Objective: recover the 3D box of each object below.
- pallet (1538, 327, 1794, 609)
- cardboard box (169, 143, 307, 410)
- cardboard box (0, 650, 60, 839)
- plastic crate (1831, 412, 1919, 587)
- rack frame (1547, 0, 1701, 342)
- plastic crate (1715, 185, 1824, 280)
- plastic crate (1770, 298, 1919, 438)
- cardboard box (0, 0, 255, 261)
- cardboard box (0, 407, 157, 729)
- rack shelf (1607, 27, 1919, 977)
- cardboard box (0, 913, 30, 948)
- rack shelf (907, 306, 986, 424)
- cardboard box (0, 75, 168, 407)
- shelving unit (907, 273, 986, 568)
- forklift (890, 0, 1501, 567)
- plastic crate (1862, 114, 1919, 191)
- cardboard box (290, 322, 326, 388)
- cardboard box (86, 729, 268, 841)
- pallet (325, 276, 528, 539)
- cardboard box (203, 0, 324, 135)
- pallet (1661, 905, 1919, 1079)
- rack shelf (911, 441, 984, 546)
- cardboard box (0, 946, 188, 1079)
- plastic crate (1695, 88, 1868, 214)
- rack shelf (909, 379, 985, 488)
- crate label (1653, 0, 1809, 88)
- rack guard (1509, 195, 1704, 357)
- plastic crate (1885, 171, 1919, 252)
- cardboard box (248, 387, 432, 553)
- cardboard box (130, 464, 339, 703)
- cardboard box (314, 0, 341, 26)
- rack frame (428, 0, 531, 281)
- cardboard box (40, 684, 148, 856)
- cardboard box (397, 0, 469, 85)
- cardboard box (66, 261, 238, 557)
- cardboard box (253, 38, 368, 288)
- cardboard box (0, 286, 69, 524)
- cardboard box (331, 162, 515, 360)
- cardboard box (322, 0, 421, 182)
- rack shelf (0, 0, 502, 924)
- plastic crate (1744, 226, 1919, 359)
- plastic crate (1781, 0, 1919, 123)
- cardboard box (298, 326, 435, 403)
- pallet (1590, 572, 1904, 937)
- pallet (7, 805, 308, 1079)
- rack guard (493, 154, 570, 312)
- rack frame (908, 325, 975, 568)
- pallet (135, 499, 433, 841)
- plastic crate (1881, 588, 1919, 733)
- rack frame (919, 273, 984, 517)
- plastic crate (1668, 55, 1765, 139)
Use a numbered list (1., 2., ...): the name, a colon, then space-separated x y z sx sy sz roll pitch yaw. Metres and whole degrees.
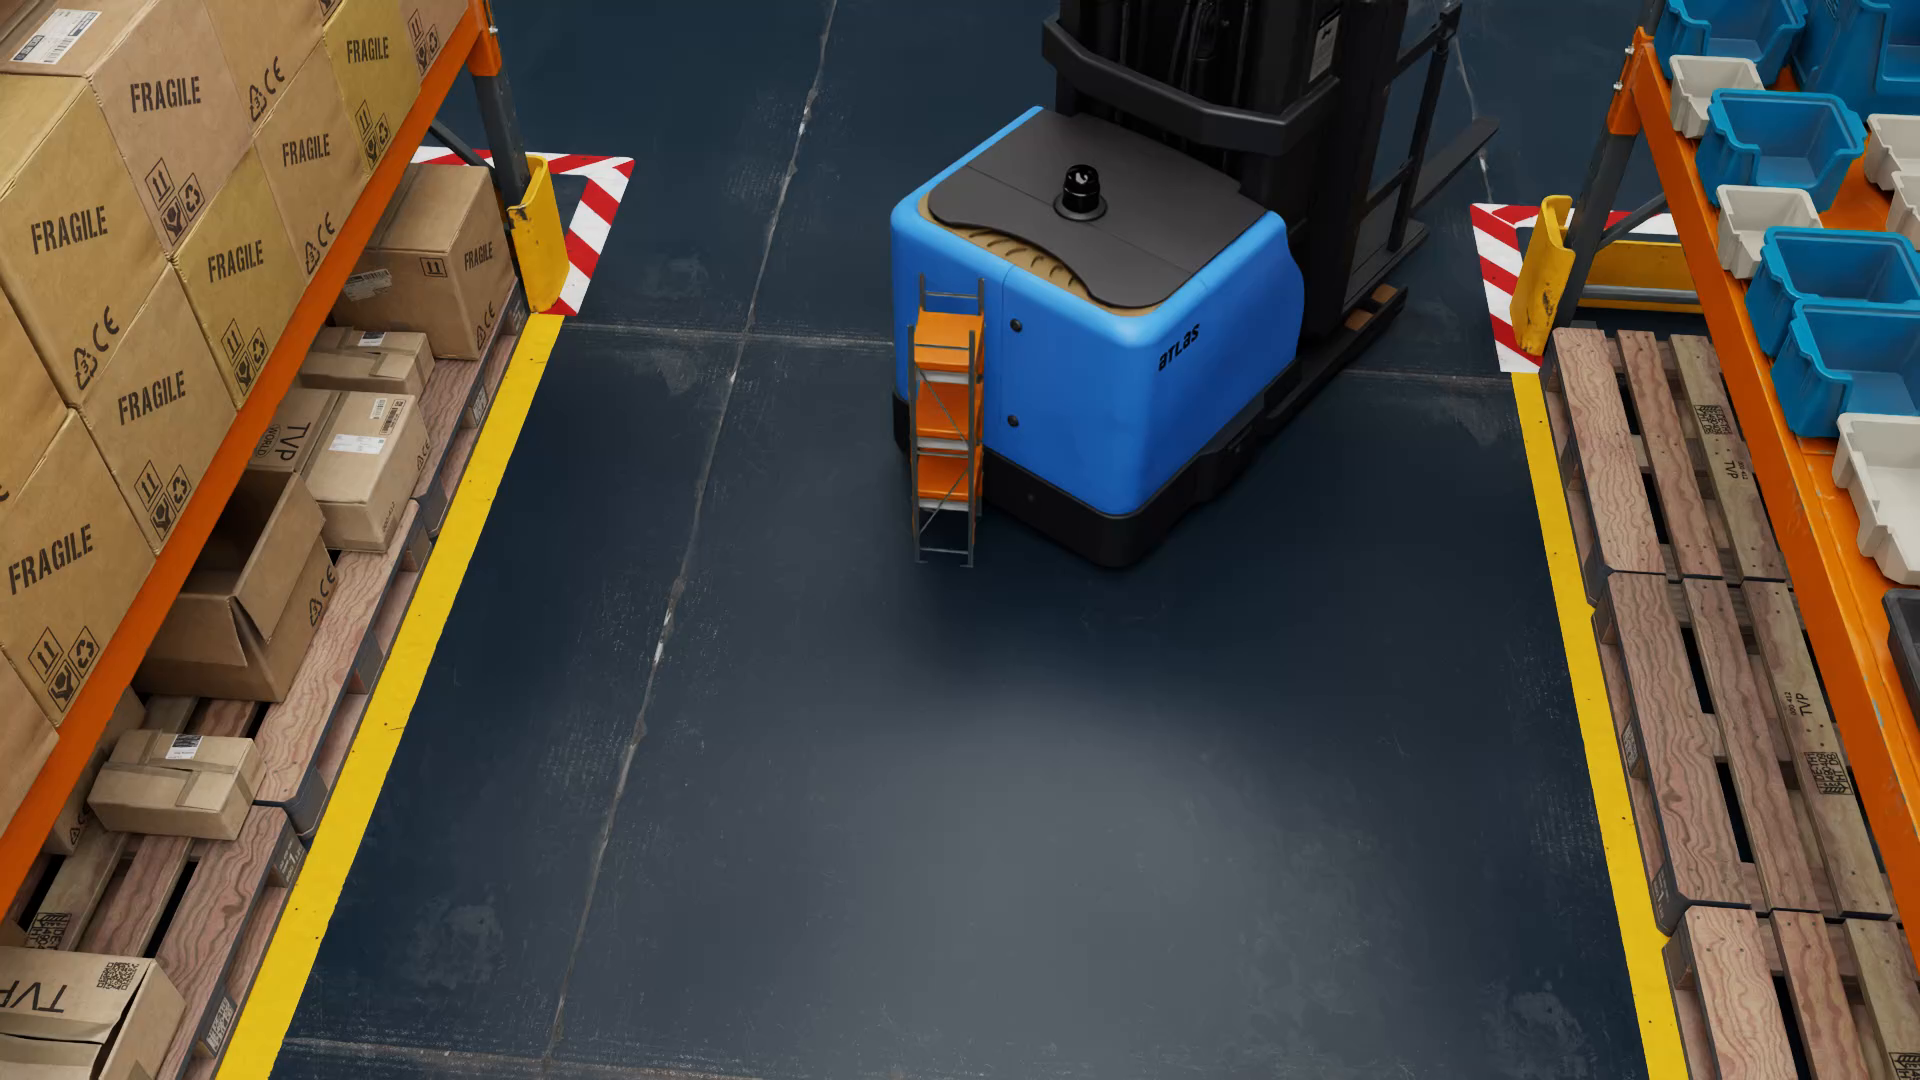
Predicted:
1. pallet: 2.647 -0.249 5.835 1.003 0.211 1.213 4 48 4
2. cardboard box: -2.082 -0.698 4.288 0.500 0.500 0.500 3 48 3
3. cardboard box: -2.218 0.420 3.265 0.500 0.500 0.500 5 48 5
4. plastic crate: 2.256 -0.085 3.933 0.293 0.136 0.466 4 48 4
5. rack frame: 2.761 -1.794 5.358 1.000 3.000 0.127 4 48 4
6. plastic crate: 2.237 -0.837 4.621 0.250 0.136 0.298 4 48 4
7. plastic crate: 2.263 -0.410 4.165 0.416 0.233 0.300 4 48 4
8. cardboard box: -2.073 -1.025 3.909 0.500 0.500 0.500 5 48 5
9. cardboard box: -2.175 0.043 3.610 0.500 0.500 0.500 5 48 4
10. rack shelf: 2.579 -0.081 4.279 1.077 0.370 4.000 4 48 4
11. cardboard box: -2.767 1.067 4.137 0.500 0.500 0.500 4 48 4
12. rack shelf: -0.040 -0.543 5.165 0.215 0.259 0.240 5 48 5
13. cardboard box: -2.119 -0.645 3.562 0.500 0.500 0.500 3 48 2
14. shelving unit: -0.040 -0.359 5.366 0.215 1.050 0.252 5 48 5
15. forklift: 1.086 -1.925 5.525 1.130 2.935 3.031 31 55 25
16. plastic crate: 2.867 -1.113 4.874 0.396 0.136 0.243 4 48 4
17. cardboard box: -2.549 -0.602 5.833 0.500 0.250 0.500 4 48 4
18. cardboard box: -2.213 0.687 4.710 0.380 0.166 0.250 4 48 4
19. pallet: -2.250 -0.546 6.107 1.003 0.211 1.213 4 48 4
20. cardboard box: -2.026 -1.402 4.255 0.500 0.500 0.500 5 48 5
21. pallet: 2.425 1.544 4.195 1.003 0.211 1.213 4 48 4
22. rack shelf: -0.040 -0.164 5.579 0.215 0.259 0.240 5 48 5
23. cardboard box: -2.282 1.275 4.075 0.500 0.311 0.500 4 48 4
24. plastic crate: 2.351 -1.114 4.809 0.416 0.233 0.300 4 48 4
25. rack shelf: -0.040 -0.352 5.374 0.215 0.259 0.240 5 48 5
26. crate label: 2.411 -1.598 5.252 0.416 0.233 0.303 4 48 4
27. rack guard: 2.750 -0.968 6.297 1.175 0.500 0.348 4 48 4
28. plastic crate: 2.826 -0.901 4.680 0.396 0.136 0.243 4 48 4
29. cardboard box: -2.092 -0.238 5.500 0.500 0.250 0.500 4 48 4
30. cardboard box: -2.370 0.123 4.998 0.797 0.503 0.637 4 48 4
31. cardboard box: -1.983 -1.784 4.603 0.500 0.500 0.500 5 48 5
32. rack frame: -2.172 -2.129 5.665 1.000 3.000 0.127 4 48 4
33. cardboard box: -2.698 0.580 4.711 0.500 0.311 0.500 4 48 4
34. cardboard box: -1.941 -1.816 5.310 0.500 0.500 0.500 5 48 5
35. cardboard box: -2.127 -0.324 3.946 0.500 0.500 0.500 4 48 3
36. cardboard box: -2.036 -1.068 4.626 0.500 0.500 0.500 4 48 4
37. cardboard box: -2.166 -0.268 3.217 0.500 0.500 0.500 3 48 2
38. cardboard box: -1.976 -1.018 6.044 0.500 0.500 0.500 4 48 4
39. cardboard box: -1.985 -1.434 4.961 0.500 0.500 0.500 4 48 4
40. rack shelf: -2.354 -0.417 4.586 1.077 0.370 4.000 4 48 4
41. plastic crate: 2.291 -0.630 4.367 0.416 0.233 0.300 4 48 4
42. plastic crate: 2.916 -1.567 5.086 0.616 0.435 0.499 4 48 4
43. cardboard box: -2.102 -0.614 5.901 0.380 0.166 0.250 4 48 4
44. pallet: 2.533 0.645 5.017 1.003 0.211 1.213 4 48 4
45. pallet: -2.472 1.246 4.467 1.003 0.211 1.213 4 48 4
46. rack guard: -2.178 -1.230 6.536 1.175 0.500 0.348 4 48 4
47. rack frame: -0.055 -0.269 5.285 0.200 1.050 0.008 5 48 5
48. pallet: -2.364 0.348 5.289 1.003 0.211 1.213 4 48 4
49. plastic crate: 2.231 0.378 3.517 0.437 0.125 0.590 4 48 4
50. rack frame: -0.025 -0.448 5.448 0.200 1.050 0.008 5 48 5
51. plastic crate: 2.299 -1.335 5.077 0.250 0.136 0.298 4 48 4
